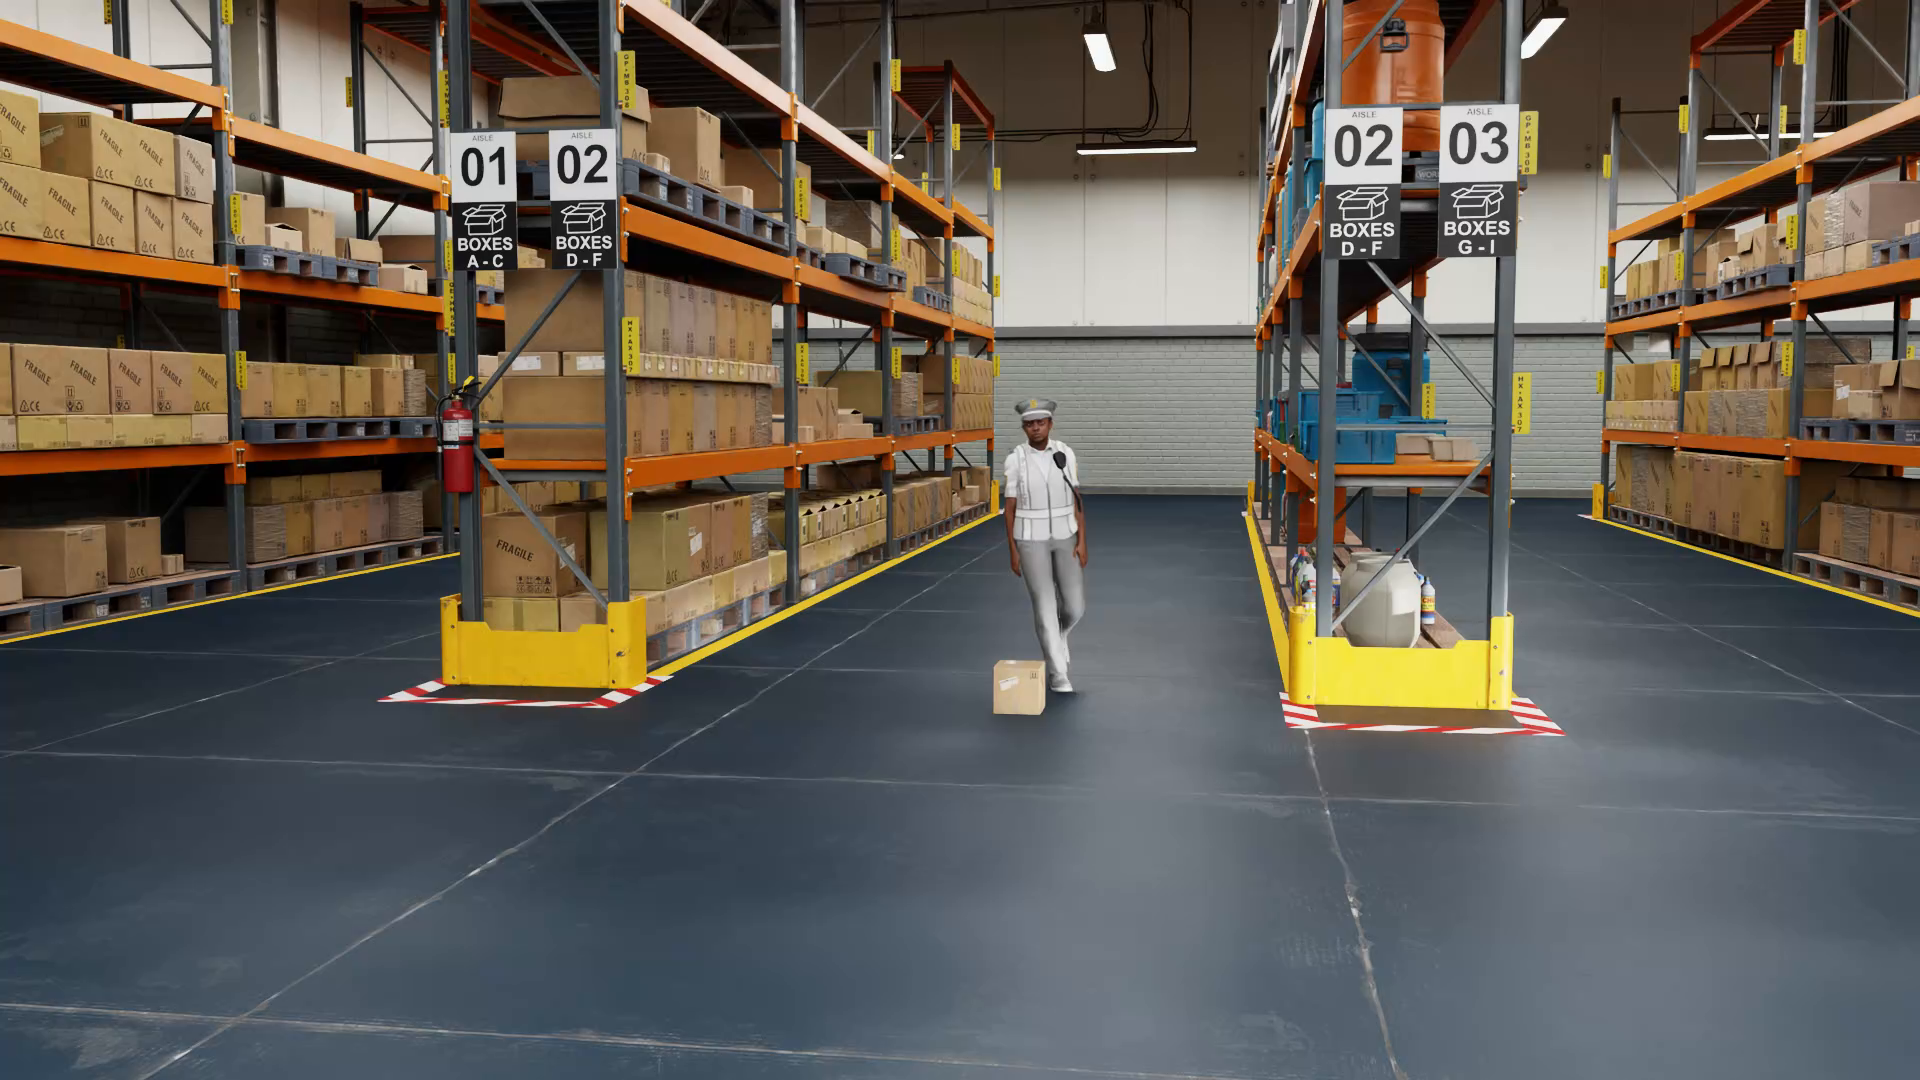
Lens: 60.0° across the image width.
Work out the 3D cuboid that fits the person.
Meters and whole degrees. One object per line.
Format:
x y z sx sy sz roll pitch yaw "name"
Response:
0.484 0.011 9.637 0.479 1.664 0.686 -1 5 -10 "person"
